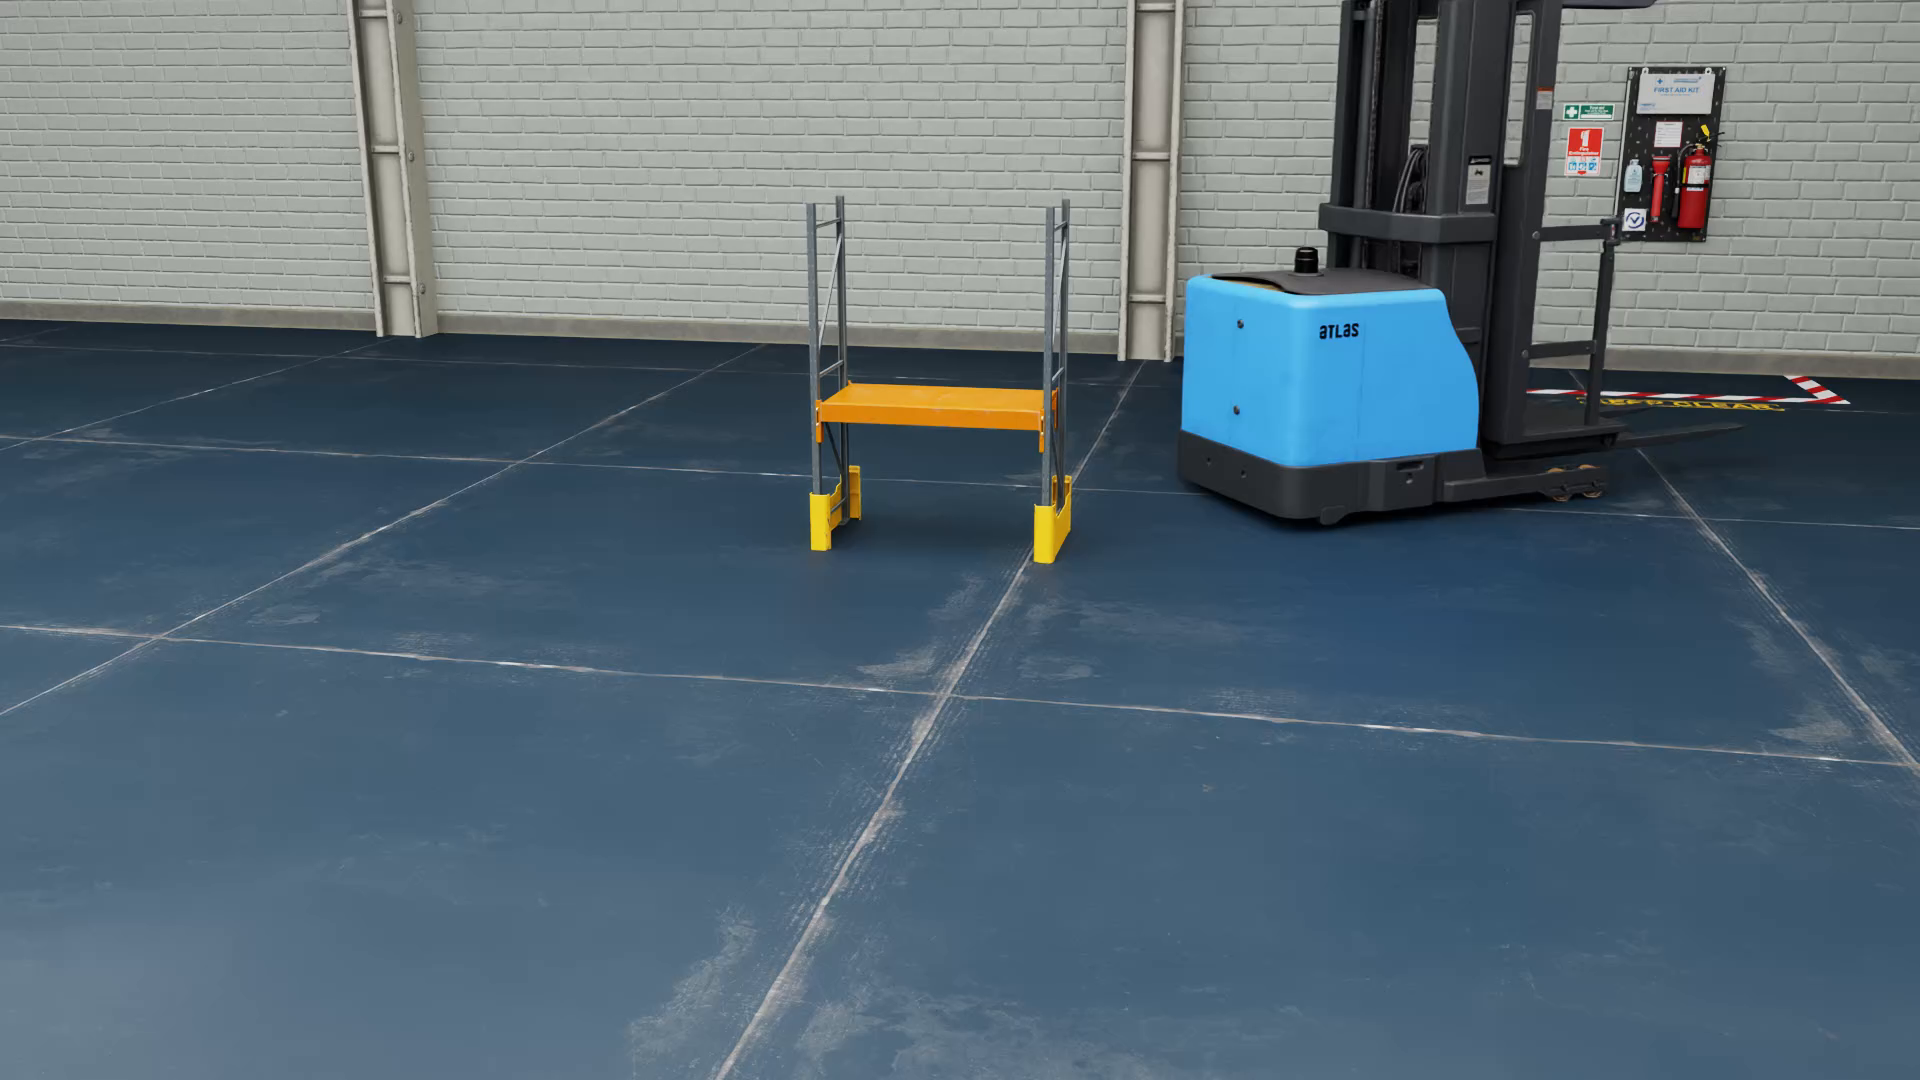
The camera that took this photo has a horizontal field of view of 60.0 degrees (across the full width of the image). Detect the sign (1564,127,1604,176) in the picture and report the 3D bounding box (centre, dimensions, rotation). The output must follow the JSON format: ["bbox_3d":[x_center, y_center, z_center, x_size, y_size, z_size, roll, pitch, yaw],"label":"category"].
[{"bbox_3d":[4.333,-2.698,11.547,0.234,0.329,0.001,3,16,11],"label":"sign"}]

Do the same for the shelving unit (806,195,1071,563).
[{"bbox_3d":[-0.075,-0.727,7.306,1.083,1.500,0.587,3,16,11],"label":"shelving unit"}]

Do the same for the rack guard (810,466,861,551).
[{"bbox_3d":[-0.563,-0.151,7.569,0.087,0.250,0.587,3,16,11],"label":"rack guard"}]

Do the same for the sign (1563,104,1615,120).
[{"bbox_3d":[4.336,-2.951,11.467,0.331,0.109,0.001,3,16,11],"label":"sign"}]

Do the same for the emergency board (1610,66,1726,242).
[{"bbox_3d":[4.854,-2.625,11.348,0.643,1.169,0.194,3,16,11],"label":"emergency board"}]

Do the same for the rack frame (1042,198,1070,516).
[{"bbox_3d":[0.415,-0.700,7.211,0.032,1.500,0.500,3,16,11],"label":"rack frame"}]

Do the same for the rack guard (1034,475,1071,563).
[{"bbox_3d":[0.413,-0.098,7.378,0.087,0.250,0.587,3,16,11],"label":"rack guard"}]

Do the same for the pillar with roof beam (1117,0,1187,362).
[{"bbox_3d":[0.531,-4.567,7.123,0.400,9.000,9.100,3,16,11],"label":"pillar with roof beam"}]

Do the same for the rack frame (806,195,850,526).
[{"bbox_3d":[-0.582,-0.754,7.406,0.032,1.500,0.500,3,16,11],"label":"rack frame"}]

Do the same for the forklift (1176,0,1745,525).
[{"bbox_3d":[2.658,-1.720,8.212,3.031,2.935,1.130,-7,17,-23],"label":"forklift"}]

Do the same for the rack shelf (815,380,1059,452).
[{"bbox_3d":[-0.084,-0.554,7.356,1.000,0.185,0.538,3,16,11],"label":"rack shelf"}]

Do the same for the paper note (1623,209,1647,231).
[{"bbox_3d":[4.695,-2.228,11.565,0.142,0.148,0.016,3,16,11],"label":"paper note"}]

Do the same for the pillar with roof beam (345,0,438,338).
[{"bbox_3d":[-5.349,-4.886,8.276,0.400,9.000,9.100,3,16,11],"label":"pillar with roof beam"}]
